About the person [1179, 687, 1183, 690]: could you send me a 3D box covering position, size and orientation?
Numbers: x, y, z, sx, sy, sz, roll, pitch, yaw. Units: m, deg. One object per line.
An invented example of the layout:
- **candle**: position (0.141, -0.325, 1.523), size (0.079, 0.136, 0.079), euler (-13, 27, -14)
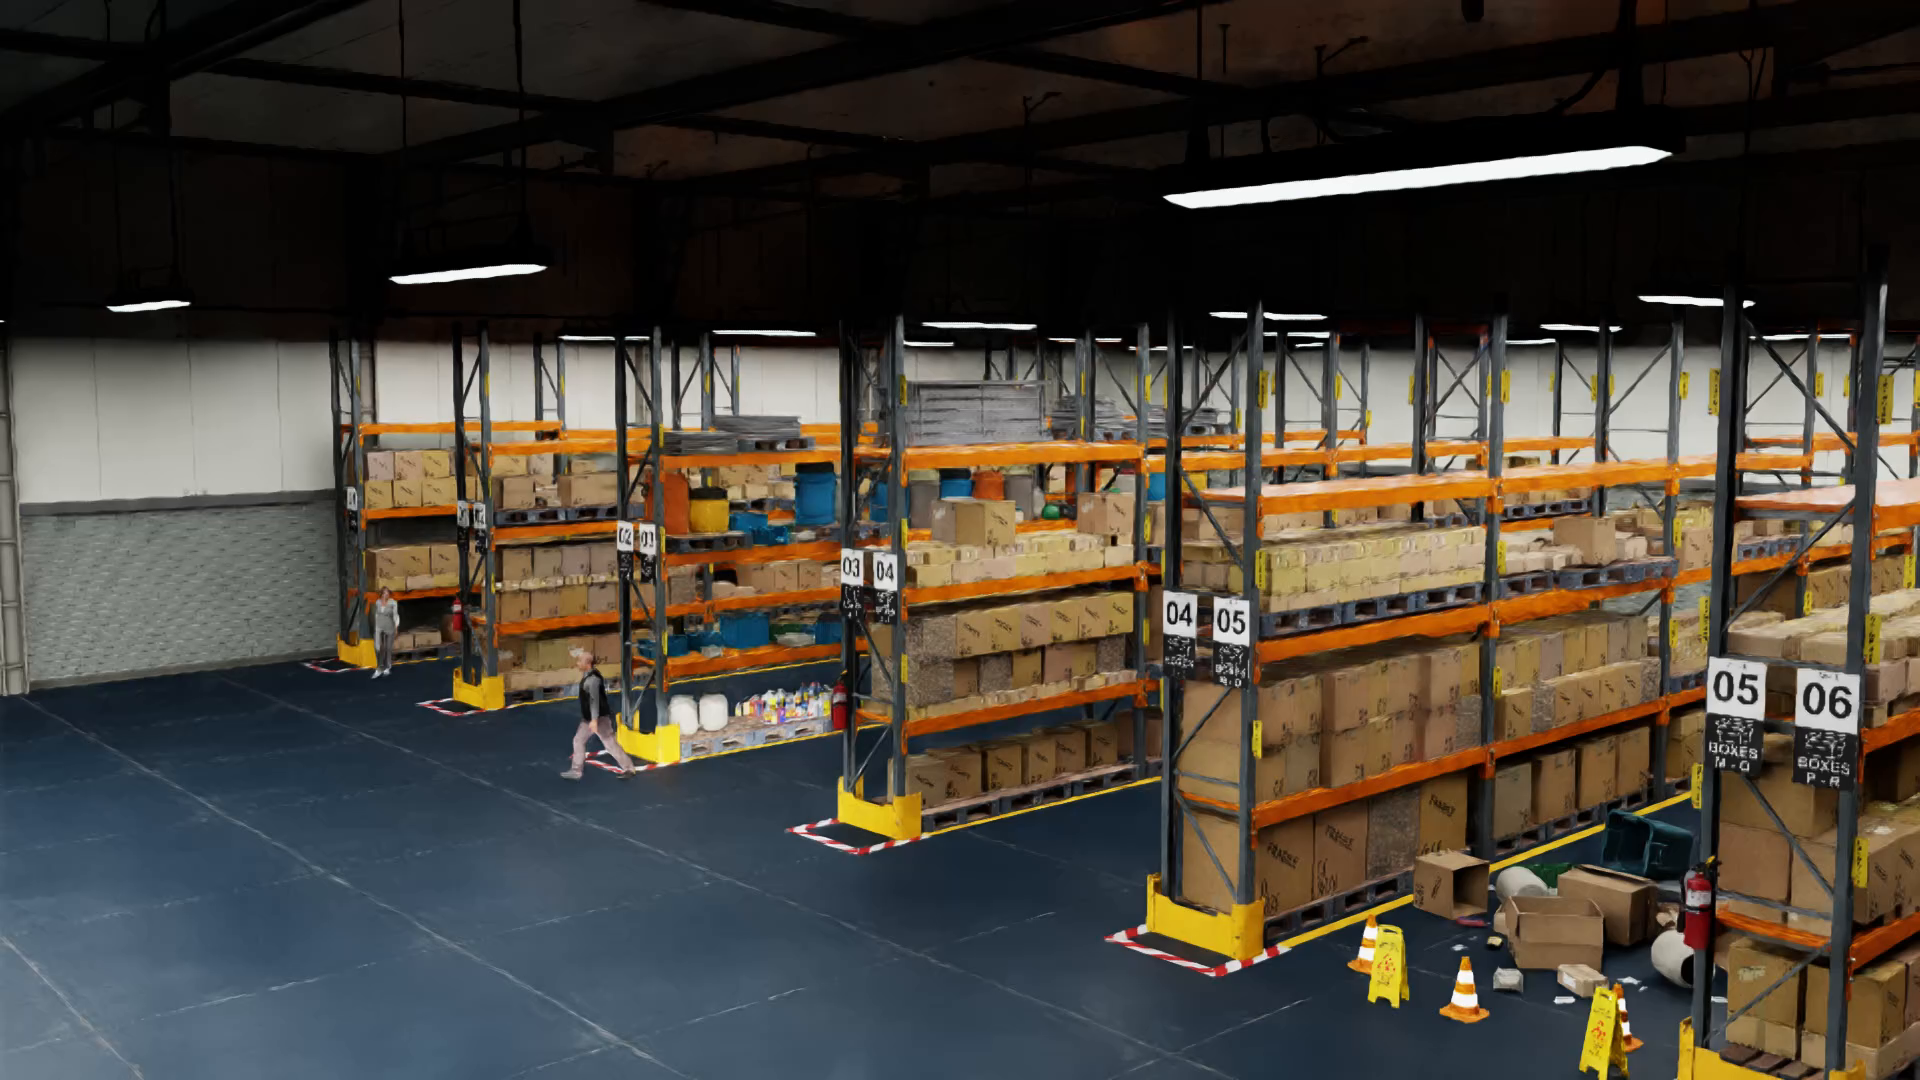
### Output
- **person**: position (3.797, 1.695, 27.009), size (0.532, 1.629, 0.592), euler (-5, 8, -44)

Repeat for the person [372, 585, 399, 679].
- **person**: position (-9.829, 1.555, 28.463), size (0.490, 1.596, 0.499), euler (-1, 6, -10)

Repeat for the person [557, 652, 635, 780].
- **person**: position (-4.647, 2.252, 21.197), size (0.963, 1.671, 0.578), euler (-2, 6, -18)
